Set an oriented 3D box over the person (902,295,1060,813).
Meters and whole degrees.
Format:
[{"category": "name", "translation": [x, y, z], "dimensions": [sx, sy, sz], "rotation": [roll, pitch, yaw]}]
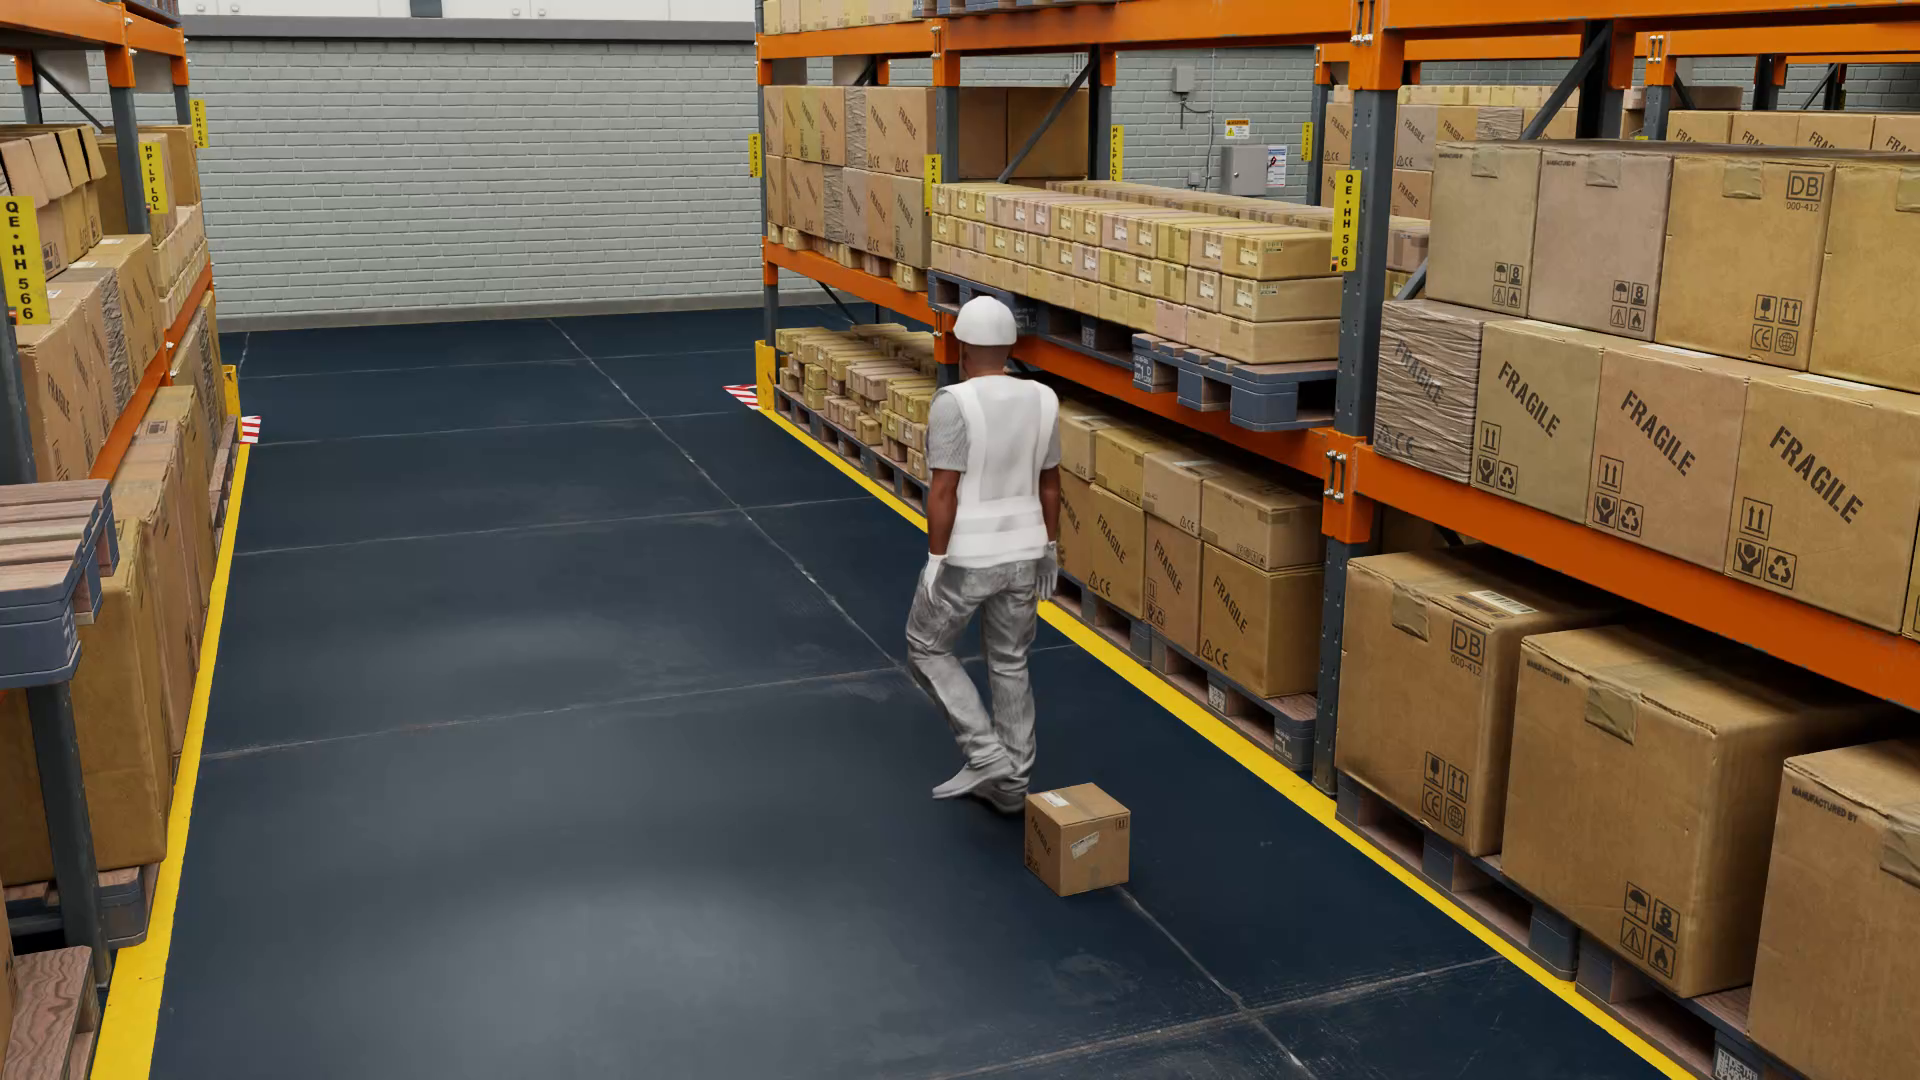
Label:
[{"category": "person", "translation": [0.092, 0.056, 5.734], "dimensions": [0.599, 1.773, 0.489], "rotation": [-10, 18, -32]}]
